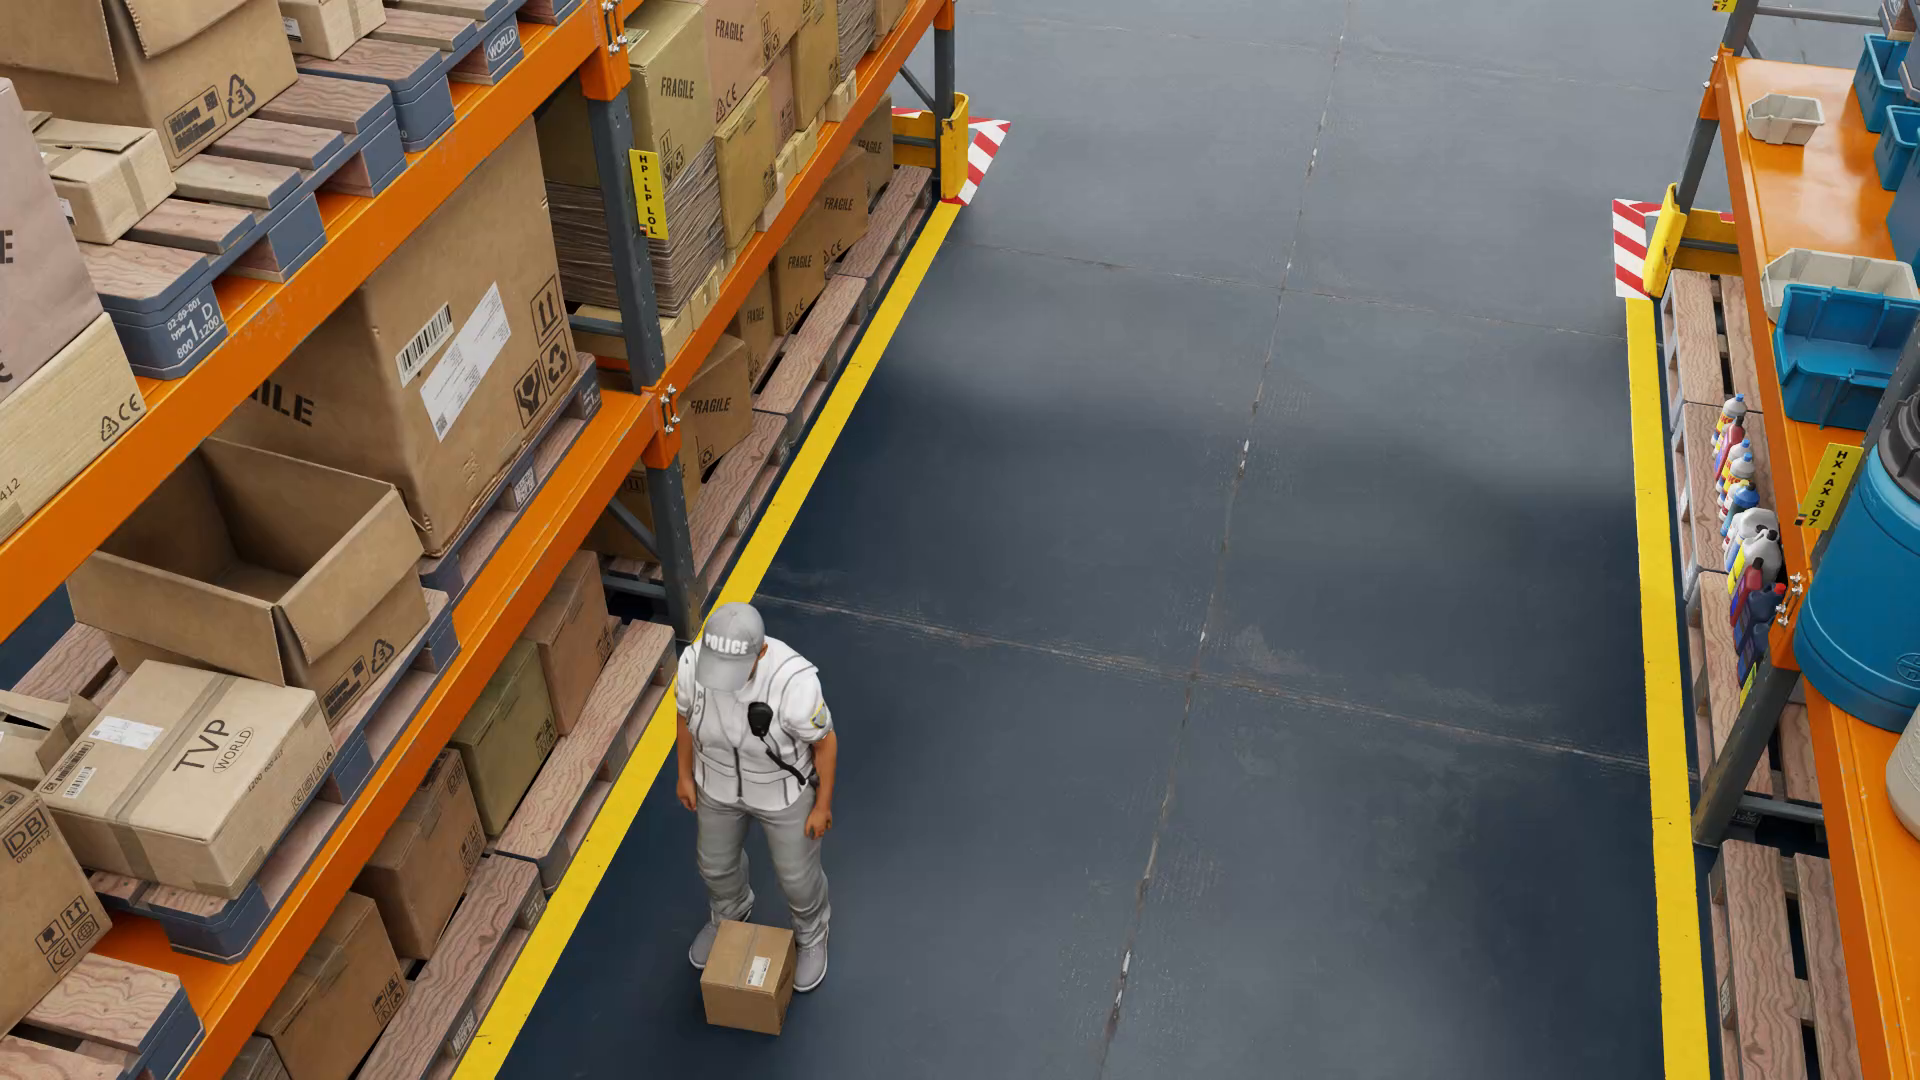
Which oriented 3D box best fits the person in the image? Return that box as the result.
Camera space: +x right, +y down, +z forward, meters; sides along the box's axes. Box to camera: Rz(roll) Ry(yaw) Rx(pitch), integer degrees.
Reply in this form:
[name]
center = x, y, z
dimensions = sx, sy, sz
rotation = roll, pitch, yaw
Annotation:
[person]
center = -0.651, 0.788, 5.255
dimensions = 0.539, 1.667, 0.465
rotation = 10, 42, 12
